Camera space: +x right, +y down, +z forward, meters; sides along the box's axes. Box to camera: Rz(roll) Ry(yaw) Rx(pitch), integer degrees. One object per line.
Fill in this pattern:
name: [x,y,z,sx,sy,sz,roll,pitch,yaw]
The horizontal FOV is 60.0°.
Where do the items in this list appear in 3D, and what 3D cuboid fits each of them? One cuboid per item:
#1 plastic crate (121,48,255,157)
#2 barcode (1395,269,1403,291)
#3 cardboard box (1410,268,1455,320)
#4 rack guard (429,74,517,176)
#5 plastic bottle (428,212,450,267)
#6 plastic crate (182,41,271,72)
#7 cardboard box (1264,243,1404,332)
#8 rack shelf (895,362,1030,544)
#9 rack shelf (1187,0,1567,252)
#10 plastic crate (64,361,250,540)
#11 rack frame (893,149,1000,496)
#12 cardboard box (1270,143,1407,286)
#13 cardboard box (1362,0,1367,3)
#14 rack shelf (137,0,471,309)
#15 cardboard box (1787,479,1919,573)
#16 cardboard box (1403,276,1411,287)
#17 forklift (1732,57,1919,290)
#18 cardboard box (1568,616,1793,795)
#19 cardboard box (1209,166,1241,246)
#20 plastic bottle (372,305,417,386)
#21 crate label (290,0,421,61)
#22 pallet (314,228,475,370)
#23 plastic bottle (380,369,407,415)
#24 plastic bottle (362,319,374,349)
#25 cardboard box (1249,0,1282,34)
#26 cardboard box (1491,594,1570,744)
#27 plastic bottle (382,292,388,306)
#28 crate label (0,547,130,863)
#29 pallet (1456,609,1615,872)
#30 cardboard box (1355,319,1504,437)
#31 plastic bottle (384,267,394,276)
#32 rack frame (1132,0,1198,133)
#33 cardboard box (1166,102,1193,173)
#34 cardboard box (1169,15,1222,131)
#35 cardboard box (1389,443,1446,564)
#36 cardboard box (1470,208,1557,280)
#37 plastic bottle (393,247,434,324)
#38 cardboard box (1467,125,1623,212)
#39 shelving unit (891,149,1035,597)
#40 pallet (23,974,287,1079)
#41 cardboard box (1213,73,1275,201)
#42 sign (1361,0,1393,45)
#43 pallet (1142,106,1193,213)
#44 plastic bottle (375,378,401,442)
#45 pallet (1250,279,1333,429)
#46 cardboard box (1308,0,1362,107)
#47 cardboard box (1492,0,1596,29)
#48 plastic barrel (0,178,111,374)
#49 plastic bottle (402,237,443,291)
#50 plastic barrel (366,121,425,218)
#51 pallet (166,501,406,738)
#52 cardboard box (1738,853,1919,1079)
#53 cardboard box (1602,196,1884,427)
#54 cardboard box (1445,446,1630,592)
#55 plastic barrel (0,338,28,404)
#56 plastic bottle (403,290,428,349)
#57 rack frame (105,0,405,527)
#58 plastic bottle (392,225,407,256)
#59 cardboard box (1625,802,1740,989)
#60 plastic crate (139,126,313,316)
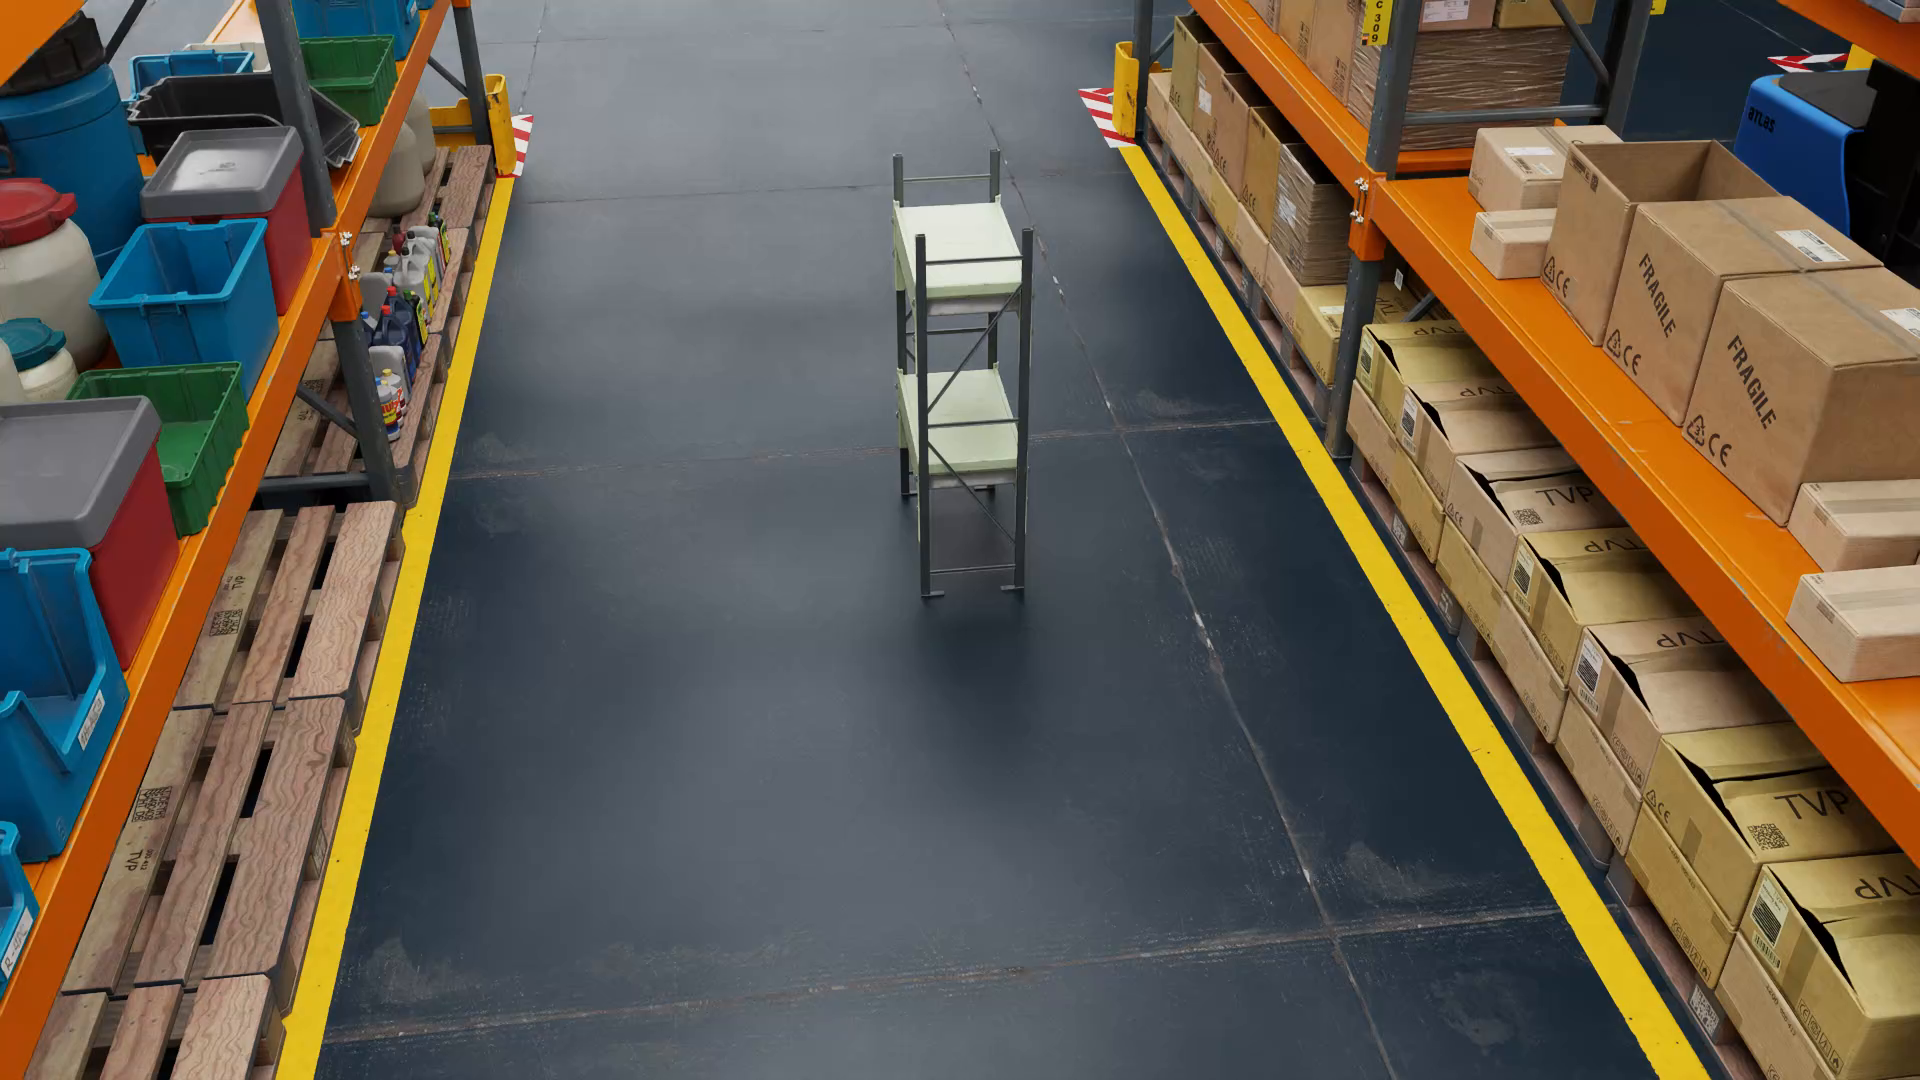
plastic crate: [-3.214,-1.820,6.889,0.499,0.251,0.616,-4,35,-6]
barcode: [1.734,-1.029,6.573,0.001,0.075,0.075,-4,35,-6]
cardboard box: [2.360,-1.287,7.378,0.500,0.500,0.500,-4,35,-6]
rack guard: [-3.277,-2.445,9.894,1.175,0.500,0.348,-4,35,-6]
plastic bottle: [-2.619,-1.521,8.339,0.061,0.283,0.133,-4,34,-5]
plastic crate: [-3.266,-2.063,7.347,0.530,0.136,0.437,-4,35,-6]
cardboard box: [1.776,-1.217,7.941,0.500,0.250,0.500,-4,35,-6]
rack shelf: [-0.001,-0.354,6.517,0.431,0.370,0.720,-4,35,-6]
rack shelf: [1.844,-2.476,8.359,1.077,0.370,4.000,-4,35,-6]
plastic crate: [-2.282,-0.247,4.636,0.450,0.188,0.662,-4,35,-6]
rack frame: [-0.050,-0.828,6.633,0.400,1.500,0.023,-4,35,-6]
cardboard box: [1.778,-1.527,7.730,0.500,0.500,0.500,-4,35,-6]
cardboard box: [1.832,-2.241,6.710,0.380,0.149,0.250,-5,35,-7]
rack shelf: [-3.065,-2.103,7.812,1.077,0.370,4.000,-4,35,-6]
cardboard box: [2.423,-0.029,4.352,0.380,0.149,0.250,-2,34,-3]
cardboard box: [2.288,-1.256,7.998,0.500,0.250,0.500,-4,35,-6]
forklift: [4.668,-1.853,6.866,1.130,2.935,3.031,-6,35,-9]
cardboard box: [2.195,0.460,4.982,0.500,0.311,0.500,-5,35,-7]
cardboard box: [1.626,-1.774,8.758,0.500,0.250,0.500,-4,35,-6]
plastic bottle: [-2.494,-0.854,7.301,0.144,0.351,0.185,-3,34,-5]
crate label: [-2.819,-2.525,7.760,0.502,0.435,0.616,-4,35,-6]
pallet: [-3.013,-1.193,8.312,1.003,0.211,1.213,-4,35,-6]
plastic bottle: [-2.432,-0.635,7.112,0.097,0.201,0.097,0,34,0]
plastic bottle: [-2.637,-0.843,7.285,0.144,0.351,0.185,-4,35,-6]
cardboard box: [1.836,-2.806,8.115,0.700,0.500,0.500,-3,34,-5]
cardboard box: [2.129,0.407,5.558,0.500,0.250,0.500,-4,34,-5]
plastic bottle: [-2.576,-1.005,7.594,0.097,0.271,0.097,0,34,0]
crate label: [-2.124,0.358,3.530,0.502,0.435,0.616,-4,35,-6]
pallet: [2.418,0.585,5.704,1.003,0.211,1.213,-4,35,-6]
cardboard box: [1.921,-0.677,6.651,0.500,0.311,0.500,-4,35,-6]
plastic bottle: [-2.715,-1.205,7.948,0.097,0.201,0.097,0,34,0]
rack frame: [1.575,-3.890,9.794,1.000,3.000,0.127,-4,35,-6]
cardboard box: [1.497,-2.332,9.577,0.500,0.250,0.500,-4,35,-6]
cardboard box: [1.495,-2.642,9.366,0.500,0.500,0.500,-4,35,-6]
cardboard box: [1.989,-0.166,6.398,0.500,0.250,0.500,-4,34,-5]
cardboard box: [2.029,-1.044,5.841,0.380,0.149,0.250,-4,35,-6]
plastic bottle: [-2.576,-1.196,7.803,0.144,0.351,0.185,-5,35,-7]
cardboard box: [2.222,-1.324,6.163,0.500,0.250,0.500,-2,34,-3]
shelving unit: [-0.001,-0.623,6.333,0.431,1.500,0.755,-4,35,-6]
pallet: [-2.324,1.665,4.120,1.003,0.211,1.213,-4,35,-6]
cardboard box: [1.625,-2.084,8.547,0.500,0.500,0.500,-4,35,-6]
sign: [1.563,-2.005,6.190,0.100,0.325,0.005,-4,35,-6]
pallet: [1.719,-2.314,9.958,1.003,0.211,1.213,-4,35,-6]
plastic bottle: [-2.405,-0.550,6.925,0.097,0.271,0.097,0,34,0]
pallet: [2.047,-0.952,7.960,1.003,0.211,1.213,-4,35,-6]
cardboard box: [1.969,-2.240,7.284,0.700,0.500,0.500,-5,35,-7]
cardboard box: [2.268,-2.132,6.550,0.380,0.149,0.250,-4,35,-6]
plastic barrel: [-2.885,-0.790,5.125,0.433,0.535,0.433,0,34,0]
plastic bottle: [-2.627,-1.361,8.112,0.152,0.276,0.135,-5,35,-8]
plastic barrel: [-3.103,-2.021,8.888,0.421,0.512,0.421,0,34,0]
pallet: [-2.652,0.303,6.118,1.003,0.211,1.213,-4,35,-6]
cardboard box: [2.336,1.032,4.143,0.500,0.311,0.500,-3,34,-5]
cardboard box: [2.338,-0.696,5.018,0.500,0.500,0.500,-4,35,-6]
cardboard box: [2.054,-0.109,5.817,0.500,0.311,0.500,-5,35,-8]
plastic barrel: [-2.786,-0.381,4.525,0.433,0.535,0.433,0,34,0]
plastic bottle: [-2.500,-1.026,7.614,0.061,0.283,0.133,-3,34,-4]
rack frame: [-2.796,-1.285,5.971,1.000,3.000,0.127,-4,35,-6]
plastic bottle: [-2.752,-1.433,8.211,0.061,0.283,0.133,-4,35,-6]
cardboard box: [2.265,0.975,4.725,0.500,0.250,0.500,-5,35,-7]
plastic crate: [-2.428,-1.064,5.591,0.402,0.464,0.583,-4,35,-6]
